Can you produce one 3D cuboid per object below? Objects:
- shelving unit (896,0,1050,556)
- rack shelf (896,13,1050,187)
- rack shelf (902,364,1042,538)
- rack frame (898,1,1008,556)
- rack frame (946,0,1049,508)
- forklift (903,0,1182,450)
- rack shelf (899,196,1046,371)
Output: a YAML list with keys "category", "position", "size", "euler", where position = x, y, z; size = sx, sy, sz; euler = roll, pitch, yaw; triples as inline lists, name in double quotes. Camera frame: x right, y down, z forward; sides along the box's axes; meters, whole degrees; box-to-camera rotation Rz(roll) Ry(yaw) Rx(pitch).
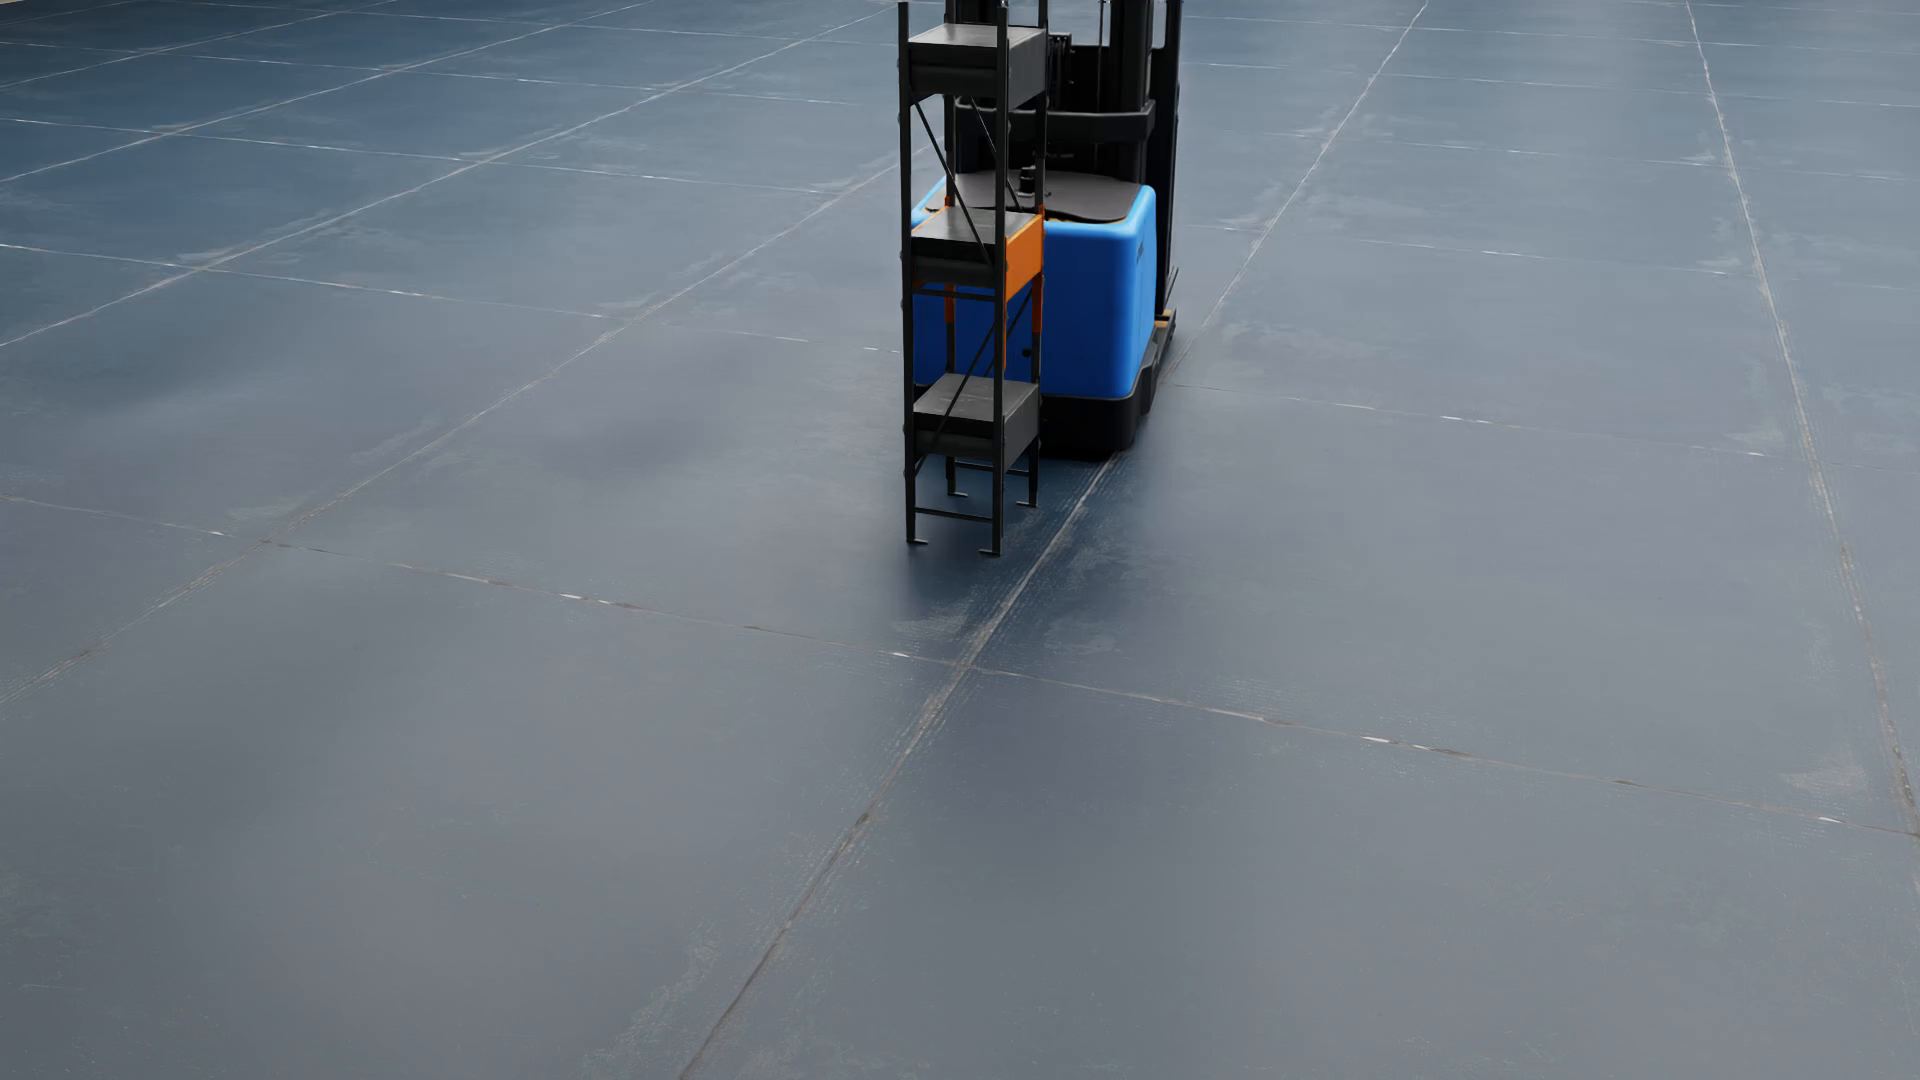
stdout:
- category: "shelving unit"
  position: [0.055, -1.013, 6.433]
  size: [0.431, 2.100, 0.503]
  euler: [9, 27, 17]
- category: "rack shelf"
  position: [0.055, -1.631, 6.134]
  size: [0.431, 0.518, 0.480]
  euler: [9, 27, 17]
- category: "rack shelf"
  position: [0.055, -0.371, 6.744]
  size: [0.431, 0.518, 0.480]
  euler: [9, 27, 17]
- category: "rack frame"
  position: [-0.026, -0.913, 6.226]
  size: [0.400, 2.100, 0.015]
  euler: [9, 27, 17]
- category: "rack frame"
  position: [0.136, -1.113, 6.640]
  size: [0.400, 2.100, 0.015]
  euler: [9, 27, 17]
- category: "forklift"
  position: [0.554, -2.339, 8.218]
  size: [1.130, 2.935, 3.031]
  euler: [5, 26, 11]
- category: "rack shelf"
  position: [0.055, -1.001, 6.439]
  size: [0.431, 0.518, 0.480]
  euler: [9, 27, 17]
